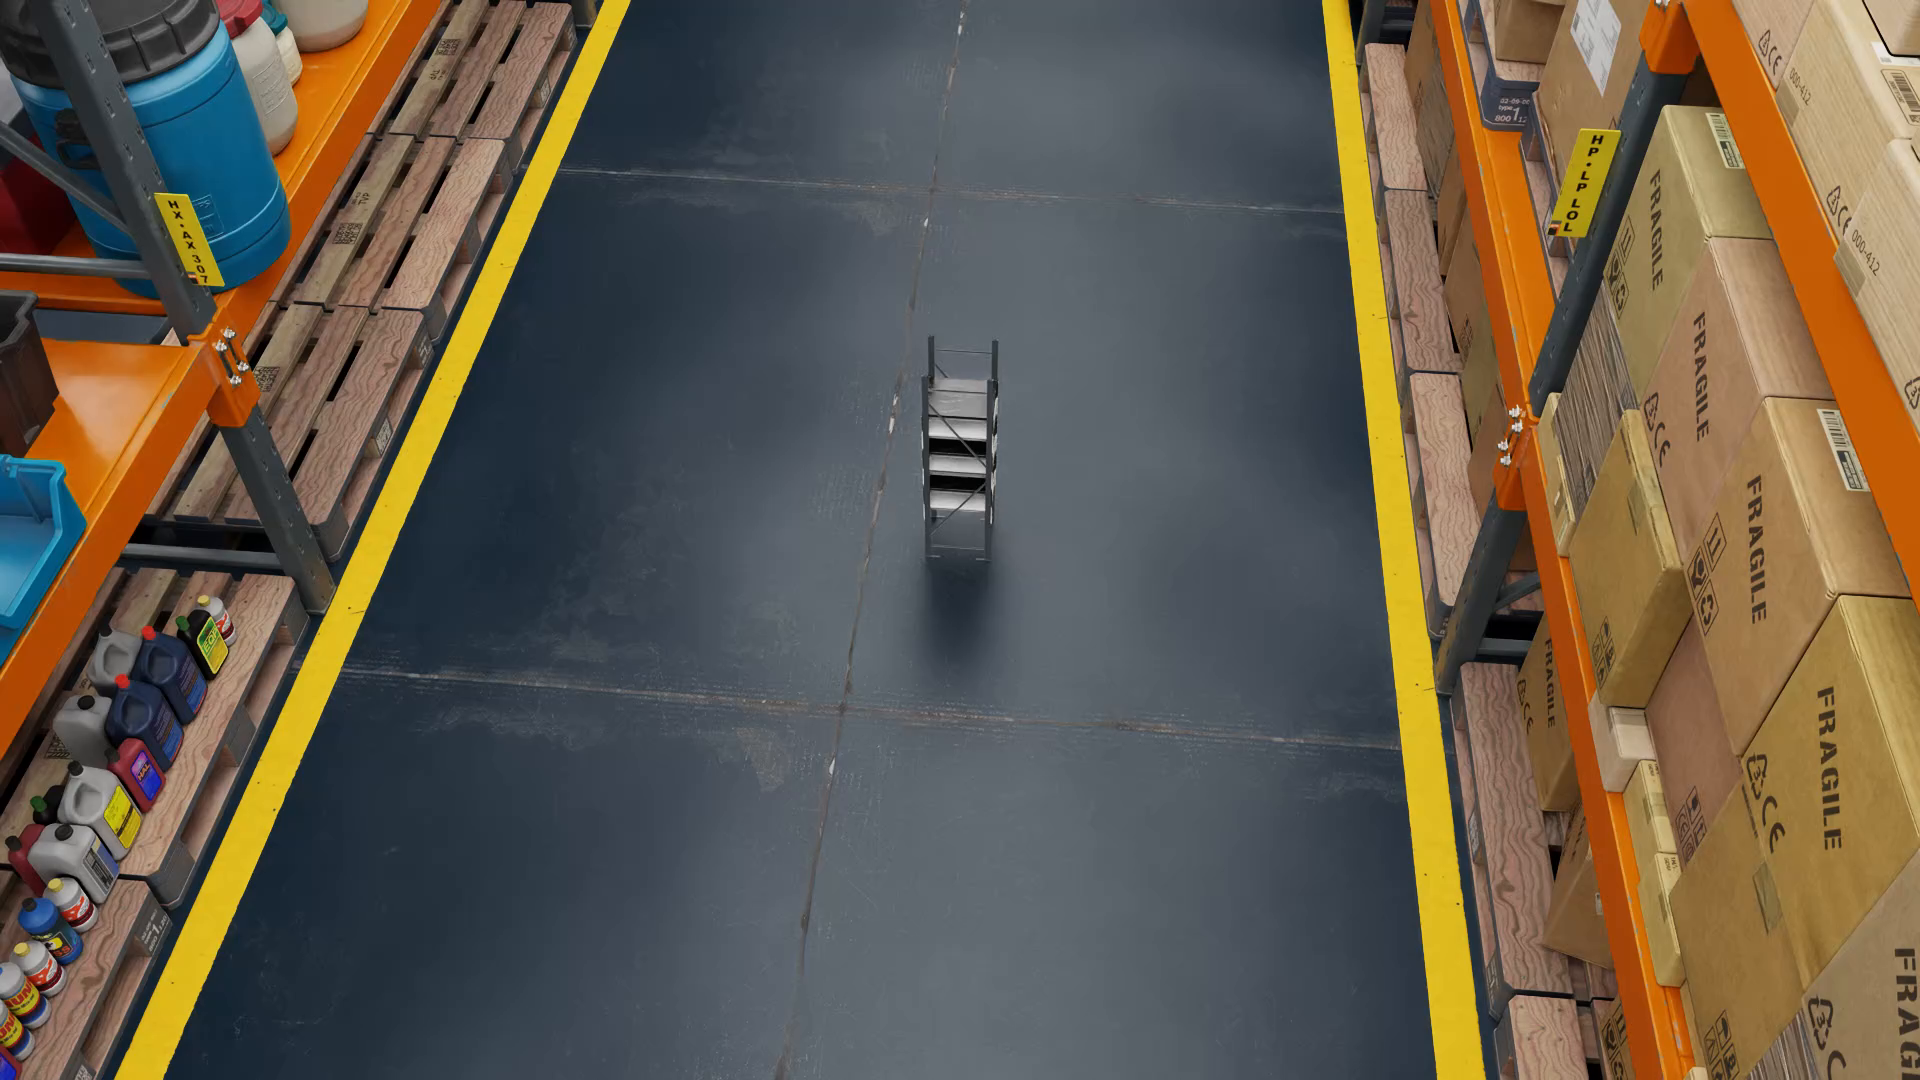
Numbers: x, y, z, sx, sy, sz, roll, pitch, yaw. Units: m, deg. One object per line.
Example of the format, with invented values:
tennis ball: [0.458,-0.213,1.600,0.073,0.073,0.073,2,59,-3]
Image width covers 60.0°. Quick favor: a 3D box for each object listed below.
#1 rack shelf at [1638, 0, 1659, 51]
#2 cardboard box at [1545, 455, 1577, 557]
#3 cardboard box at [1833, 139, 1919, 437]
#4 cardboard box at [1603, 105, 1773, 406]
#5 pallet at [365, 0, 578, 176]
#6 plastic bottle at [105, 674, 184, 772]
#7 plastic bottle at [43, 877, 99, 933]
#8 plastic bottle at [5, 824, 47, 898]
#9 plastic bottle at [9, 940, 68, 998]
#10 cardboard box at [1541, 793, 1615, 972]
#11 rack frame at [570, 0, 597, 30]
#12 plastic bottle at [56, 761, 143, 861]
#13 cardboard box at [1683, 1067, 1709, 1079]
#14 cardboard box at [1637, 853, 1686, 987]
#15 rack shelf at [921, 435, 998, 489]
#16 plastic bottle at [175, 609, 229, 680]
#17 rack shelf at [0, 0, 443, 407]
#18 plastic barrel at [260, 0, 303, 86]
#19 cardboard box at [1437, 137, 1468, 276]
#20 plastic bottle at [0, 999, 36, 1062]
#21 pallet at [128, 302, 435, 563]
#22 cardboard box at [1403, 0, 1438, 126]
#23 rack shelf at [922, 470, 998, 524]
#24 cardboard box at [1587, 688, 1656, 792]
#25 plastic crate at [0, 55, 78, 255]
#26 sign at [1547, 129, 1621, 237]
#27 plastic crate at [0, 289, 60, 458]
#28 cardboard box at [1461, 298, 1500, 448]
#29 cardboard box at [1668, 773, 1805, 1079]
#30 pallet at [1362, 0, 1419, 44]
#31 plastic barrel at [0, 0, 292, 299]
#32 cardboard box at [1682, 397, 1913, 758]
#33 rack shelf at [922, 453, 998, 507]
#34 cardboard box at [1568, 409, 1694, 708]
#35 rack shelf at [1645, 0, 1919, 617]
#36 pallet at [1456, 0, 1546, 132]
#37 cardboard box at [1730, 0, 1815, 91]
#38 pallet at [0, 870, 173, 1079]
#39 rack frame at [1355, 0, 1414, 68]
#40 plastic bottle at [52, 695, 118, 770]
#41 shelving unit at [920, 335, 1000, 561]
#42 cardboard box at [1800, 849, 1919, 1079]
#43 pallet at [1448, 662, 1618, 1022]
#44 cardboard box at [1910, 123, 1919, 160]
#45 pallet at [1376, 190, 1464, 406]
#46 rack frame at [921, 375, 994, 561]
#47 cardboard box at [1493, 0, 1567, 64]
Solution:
rack shelf: [2.334,-2.726,5.165,1.077,0.370,4.000,4,48,4]
cardboard box: [1.797,-0.081,4.462,0.380,0.149,0.250,4,48,4]
cardboard box: [1.756,-0.382,2.635,0.500,0.250,0.500,2,48,2]
cardboard box: [1.857,-0.645,3.860,0.500,0.500,0.500,4,48,4]
pallet: [-2.525,-2.251,8.166,1.003,0.211,1.213,4,48,4]
plastic bottle: [-2.570,0.559,5.203,0.144,0.351,0.185,2,48,2]
plastic bottle: [-2.602,1.055,4.851,0.097,0.201,0.097,0,48,0]
plastic bottle: [-2.724,0.932,4.908,0.061,0.283,0.133,4,48,4]
plastic bottle: [-2.620,1.206,4.713,0.097,0.201,0.097,0,48,0]
cardboard box: [2.031,0.928,4.778,0.500,0.500,0.500,18,50,16]
rack frame: [-2.416,-3.759,7.655,1.000,3.000,0.127,4,48,4]
plastic bottle: [-2.599,0.797,4.986,0.144,0.351,0.185,4,48,3]
cardboard box: [1.640,1.205,3.286,0.380,0.149,0.250,4,48,4]
cardboard box: [1.709,0.839,3.620,0.380,0.149,0.250,4,48,4]
rack shelf: [0.001,-0.287,5.948,0.258,0.077,0.200,4,48,4]
plastic bottle: [-2.496,0.324,5.463,0.061,0.283,0.133,6,48,5]
rack shelf: [-2.598,-2.047,6.577,1.077,0.370,4.000,4,48,4]
plastic barrel: [-2.507,-1.735,5.898,0.301,0.262,0.301,0,48,0]
cardboard box: [2.392,-1.412,6.904,0.700,0.500,0.500,7,48,7]
plastic bottle: [-2.638,1.329,4.553,0.097,0.271,0.097,0,48,0]
pallet: [-2.748,-0.458,6.526,1.003,0.211,1.213,4,48,4]
cardboard box: [2.475,-2.237,7.659,0.700,0.500,0.500,2,48,1]
rack shelf: [0.001,-0.166,6.081,0.258,0.077,0.200,4,48,4]
cardboard box: [1.724,0.469,3.958,0.380,0.149,0.250,4,48,4]
plastic crate: [-3.041,-1.218,5.288,0.402,0.464,0.583,4,48,4]
sign: [1.599,-0.912,4.267,0.100,0.325,0.005,4,48,4]
plastic crate: [-2.955,-0.423,4.646,0.767,0.338,0.504,4,48,4]
cardboard box: [2.291,-0.591,6.153,0.700,0.500,0.500,4,48,3]
cardboard box: [1.936,0.809,3.208,0.875,0.500,0.500,4,48,4]
pallet: [2.663,-3.059,8.905,1.003,0.211,1.213,4,48,4]
plastic barrel: [-2.444,-1.253,5.023,0.600,0.901,0.708,4,48,4]
cardboard box: [1.767,0.090,3.188,0.500,0.500,0.500,4,48,4]
rack shelf: [0.001,-0.226,6.014,0.258,0.077,0.200,4,48,4]
cardboard box: [1.968,0.071,3.883,0.875,0.500,0.500,4,48,4]
rack shelf: [1.969,0.213,2.477,1.077,0.370,4.000,4,48,4]
pallet: [2.377,-1.904,6.089,1.003,0.211,1.213,4,48,4]
cardboard box: [1.856,-1.135,3.324,0.500,0.250,0.500,2,48,2]
pallet: [-2.992,1.511,4.725,1.003,0.211,1.213,4,48,4]
rack frame: [2.516,-3.426,7.351,1.000,3.000,0.127,4,48,4]
plastic bottle: [-2.720,0.593,5.222,0.152,0.276,0.135,4,48,4]
shelving unit: [0.001,-0.310,5.923,0.258,0.900,0.210,4,48,4]
cardboard box: [1.679,0.825,2.516,0.500,0.500,0.500,4,48,4]
pallet: [2.126,0.950,5.238,1.003,0.211,1.213,4,48,4]
cardboard box: [1.722,-0.594,2.559,0.380,0.149,0.250,3,48,3]
pallet: [2.330,-1.017,7.037,1.003,0.211,1.213,4,48,4]
rack frame: [-0.009,-0.235,5.855,0.240,0.900,0.006,4,48,4]
cardboard box: [2.218,-1.943,5.640,0.797,0.503,0.637,8,48,8]
